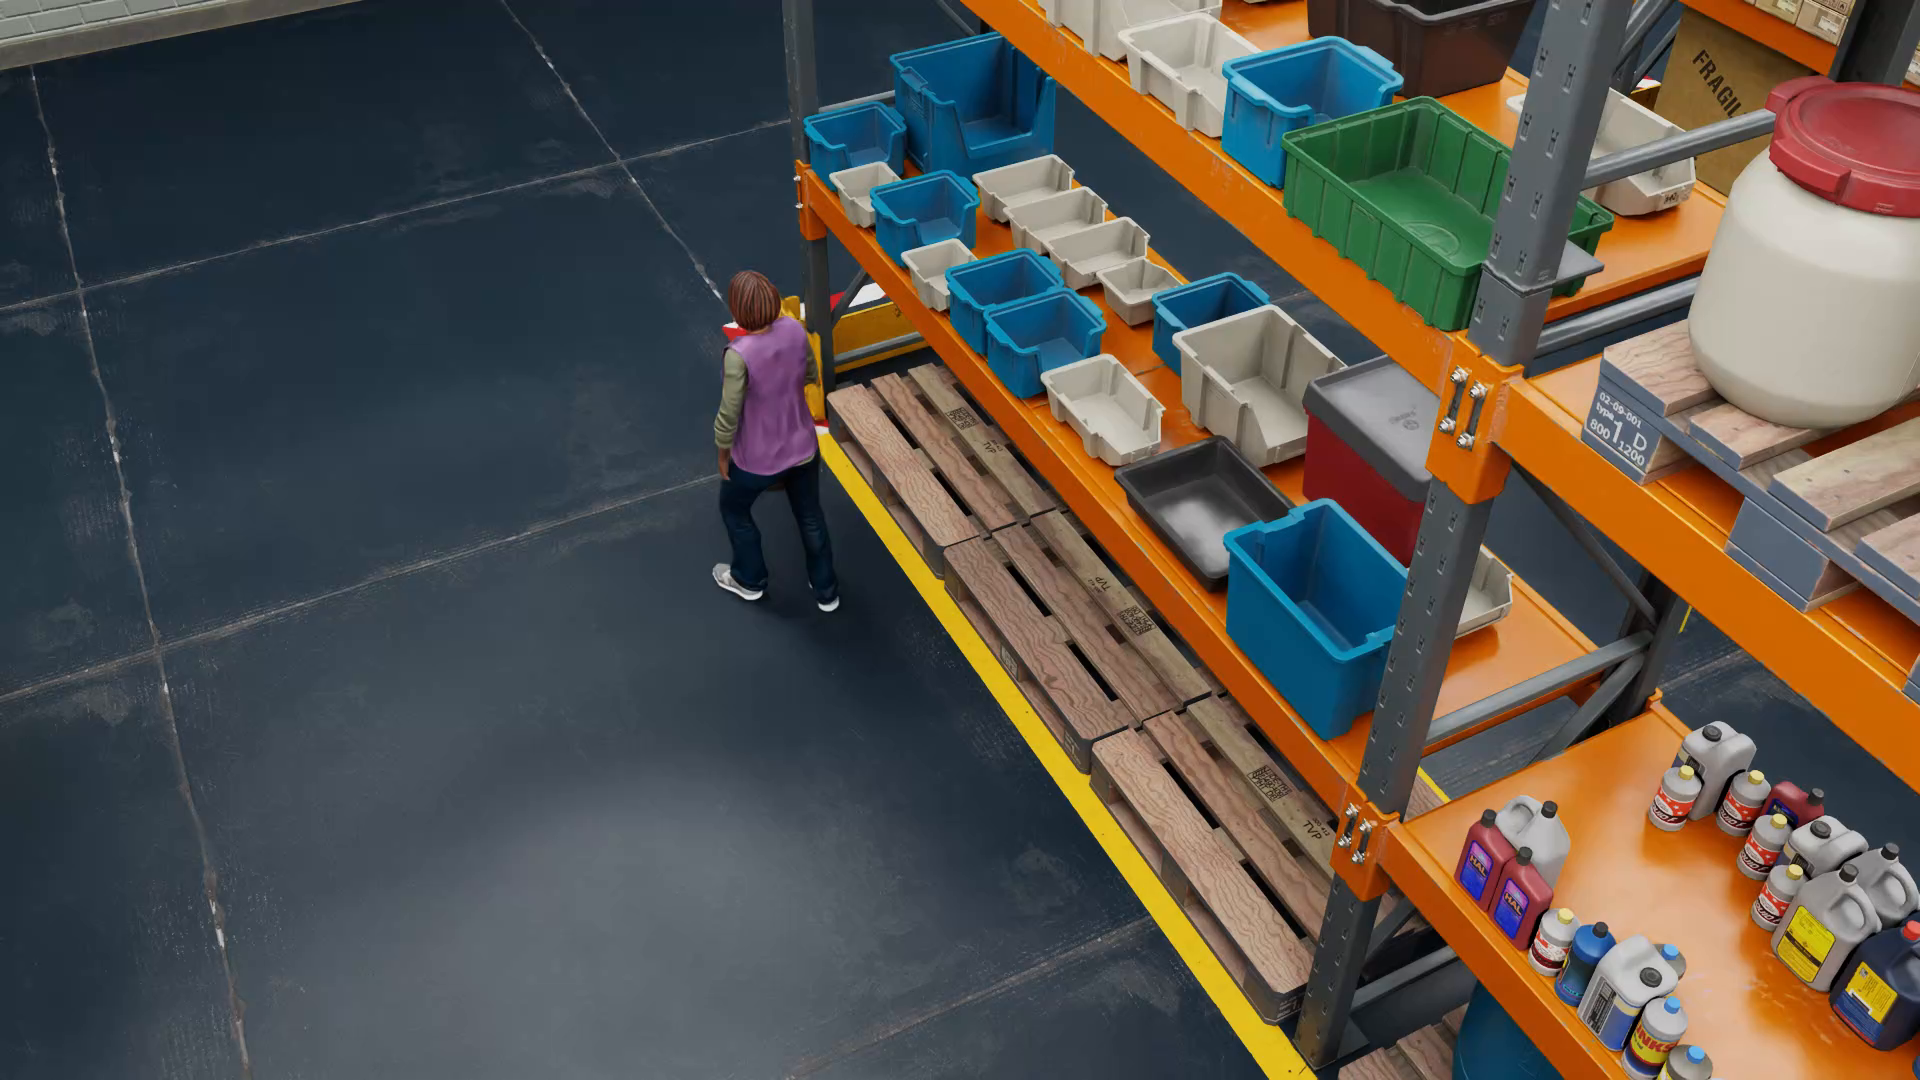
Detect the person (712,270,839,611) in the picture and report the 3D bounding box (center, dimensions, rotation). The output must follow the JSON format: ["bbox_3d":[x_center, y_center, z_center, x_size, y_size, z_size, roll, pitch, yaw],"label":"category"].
[{"bbox_3d":[-0.758,-0.373,6.593,0.509,1.586,0.535,-28,49,-28],"label":"person"}]
